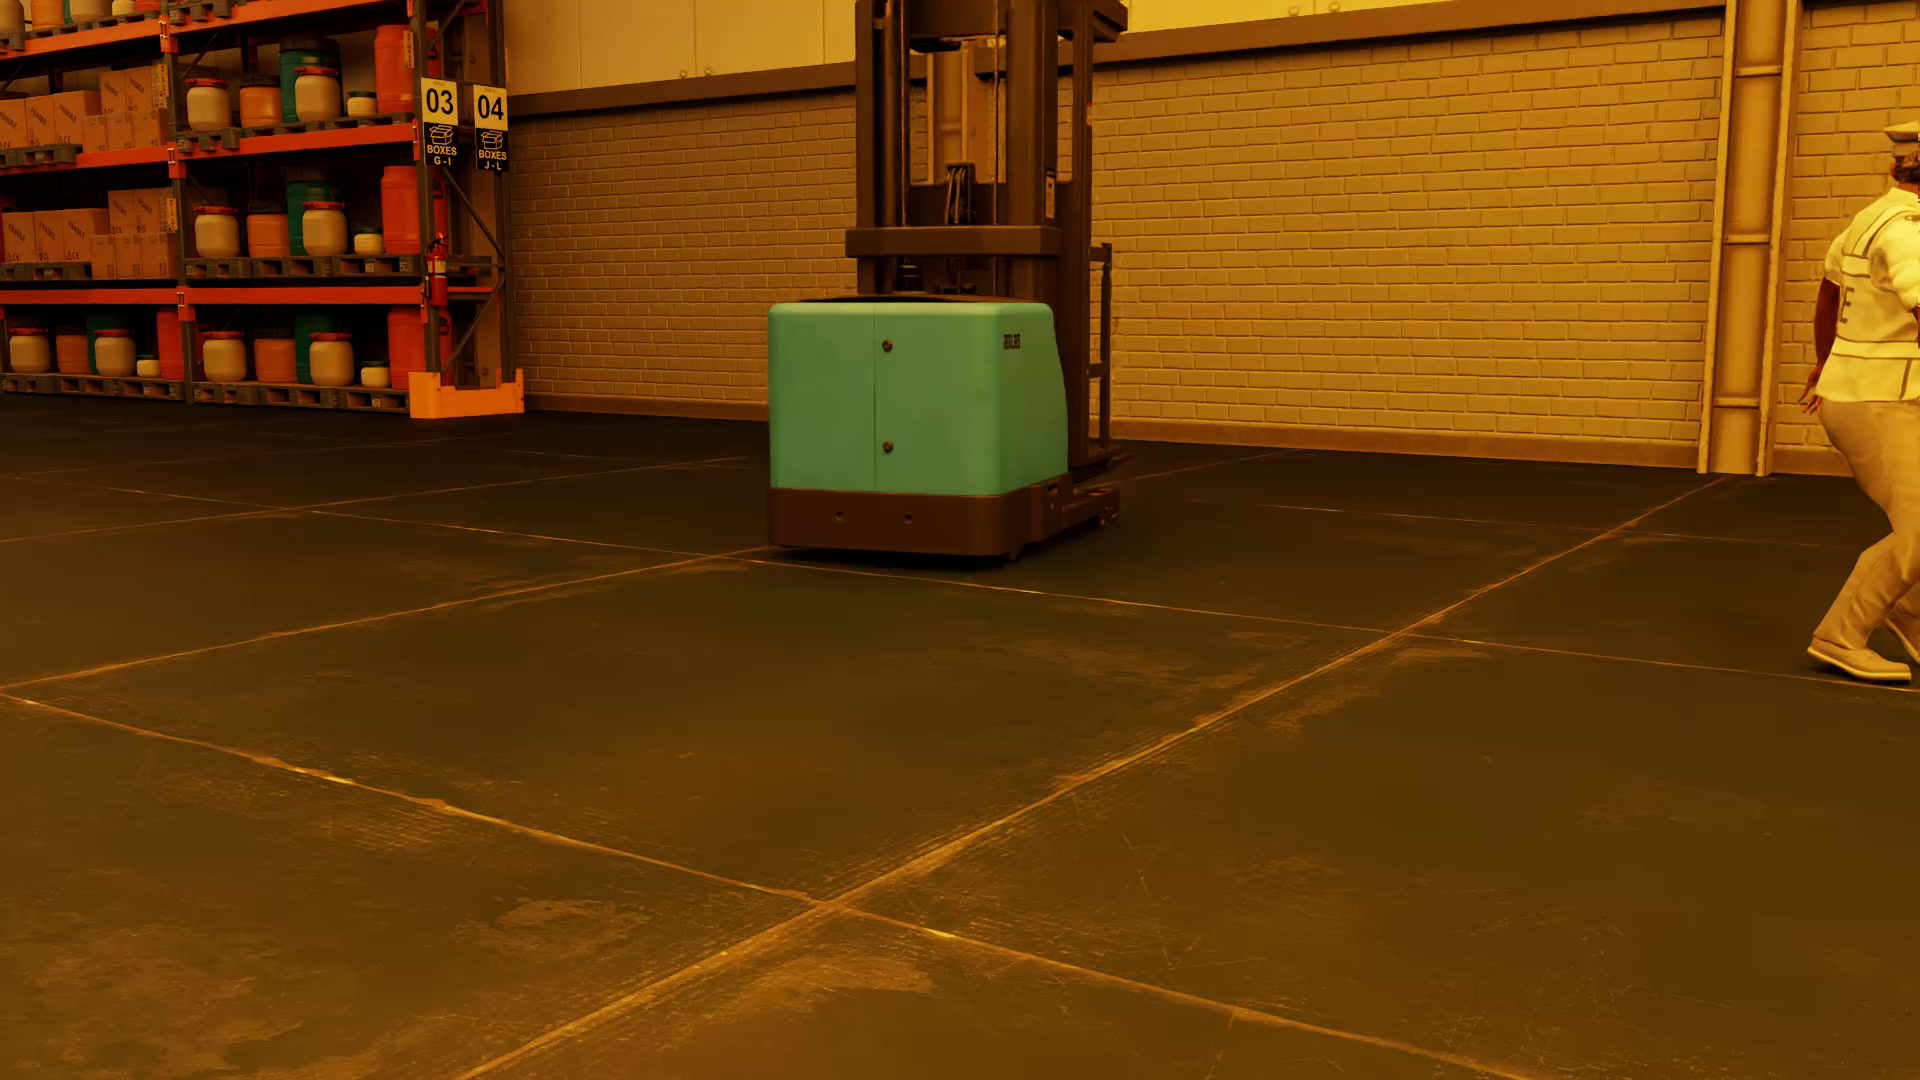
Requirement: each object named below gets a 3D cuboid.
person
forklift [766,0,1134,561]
[{"bbox_3d":[2.715,-0.384,4.784,0.681,1.613,0.633,7,10,39],"label":"person"},{"bbox_3d":[0.160,-1.536,7.996,1.130,2.935,3.031,3,9,19],"label":"forklift"}]
